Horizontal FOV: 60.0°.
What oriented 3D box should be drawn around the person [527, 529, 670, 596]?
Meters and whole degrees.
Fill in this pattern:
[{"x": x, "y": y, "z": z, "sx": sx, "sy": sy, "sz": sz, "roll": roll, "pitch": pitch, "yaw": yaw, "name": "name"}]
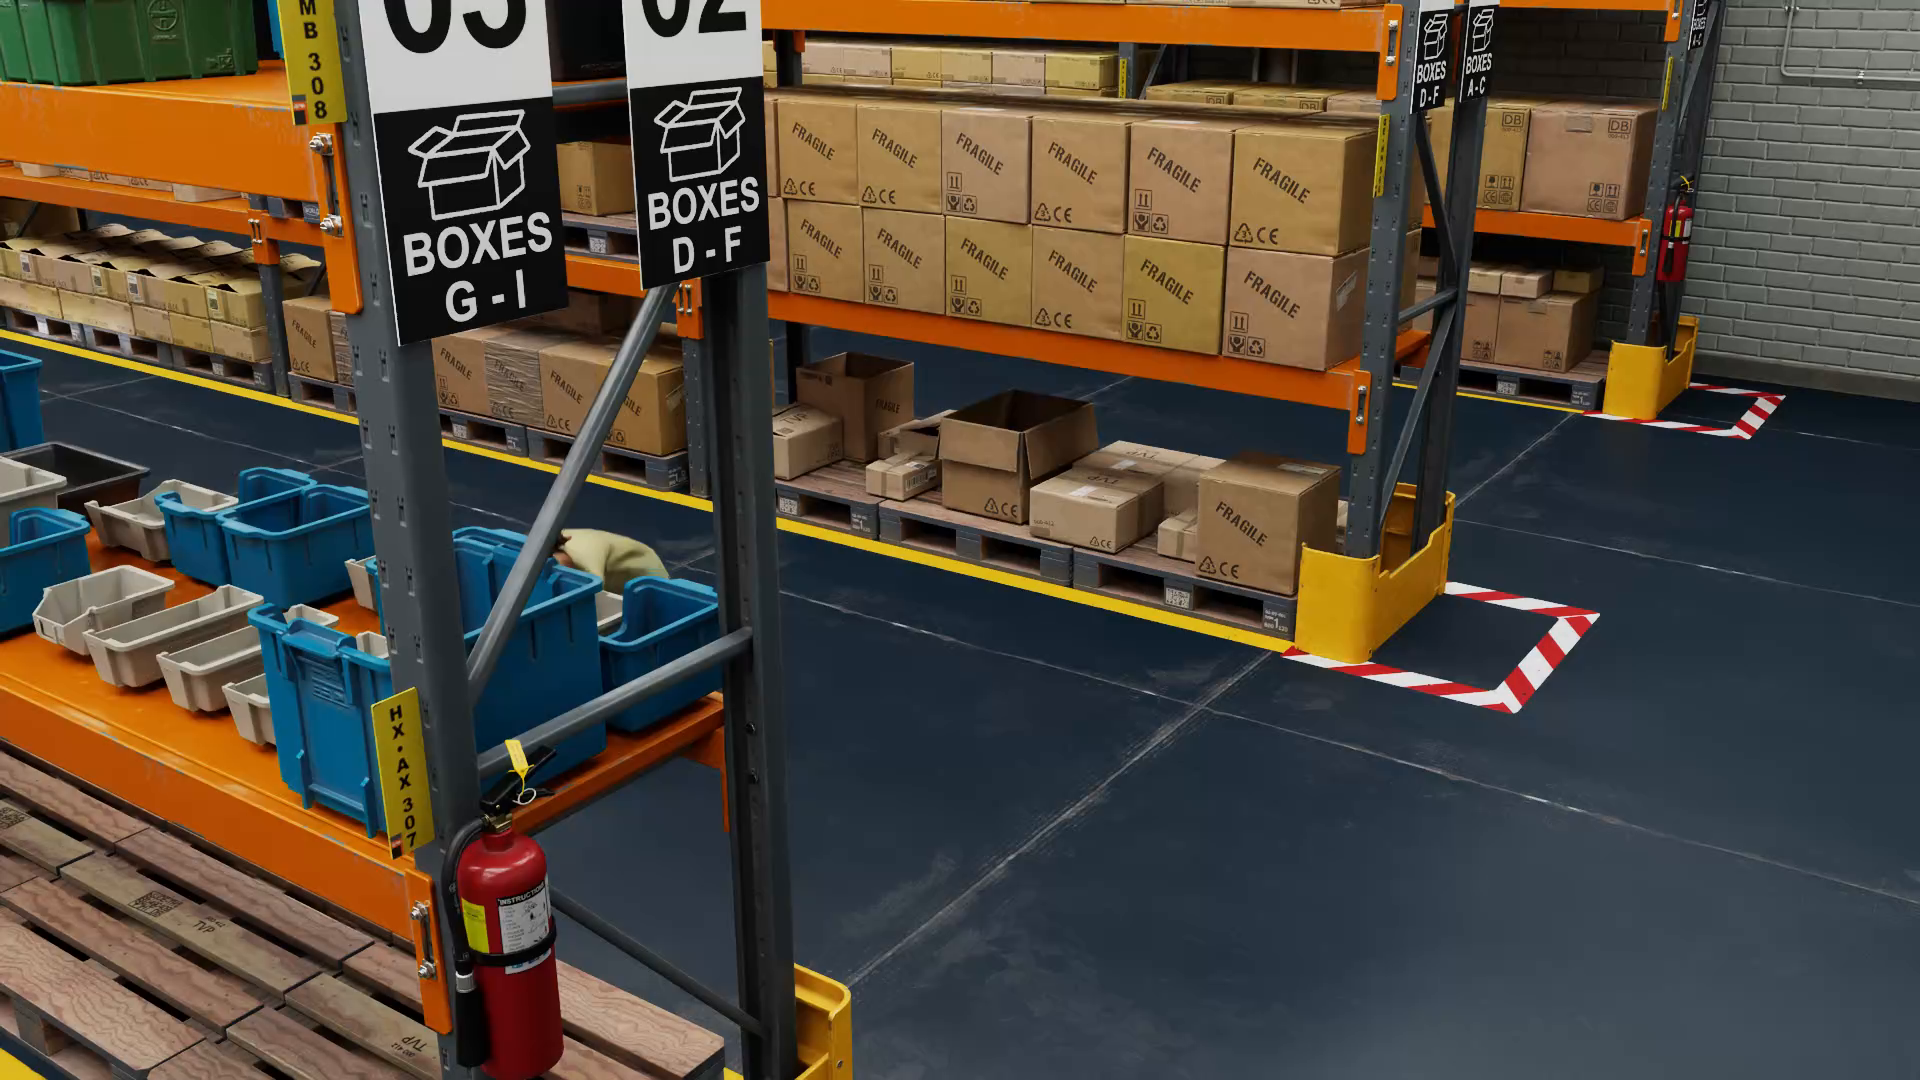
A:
[{"x": -1.533, "y": 0.329, "z": 6.771, "sx": 0.464, "sy": 0.927, "sz": 0.831, "roll": 12, "pitch": 23, "yaw": 30, "name": "person"}]
